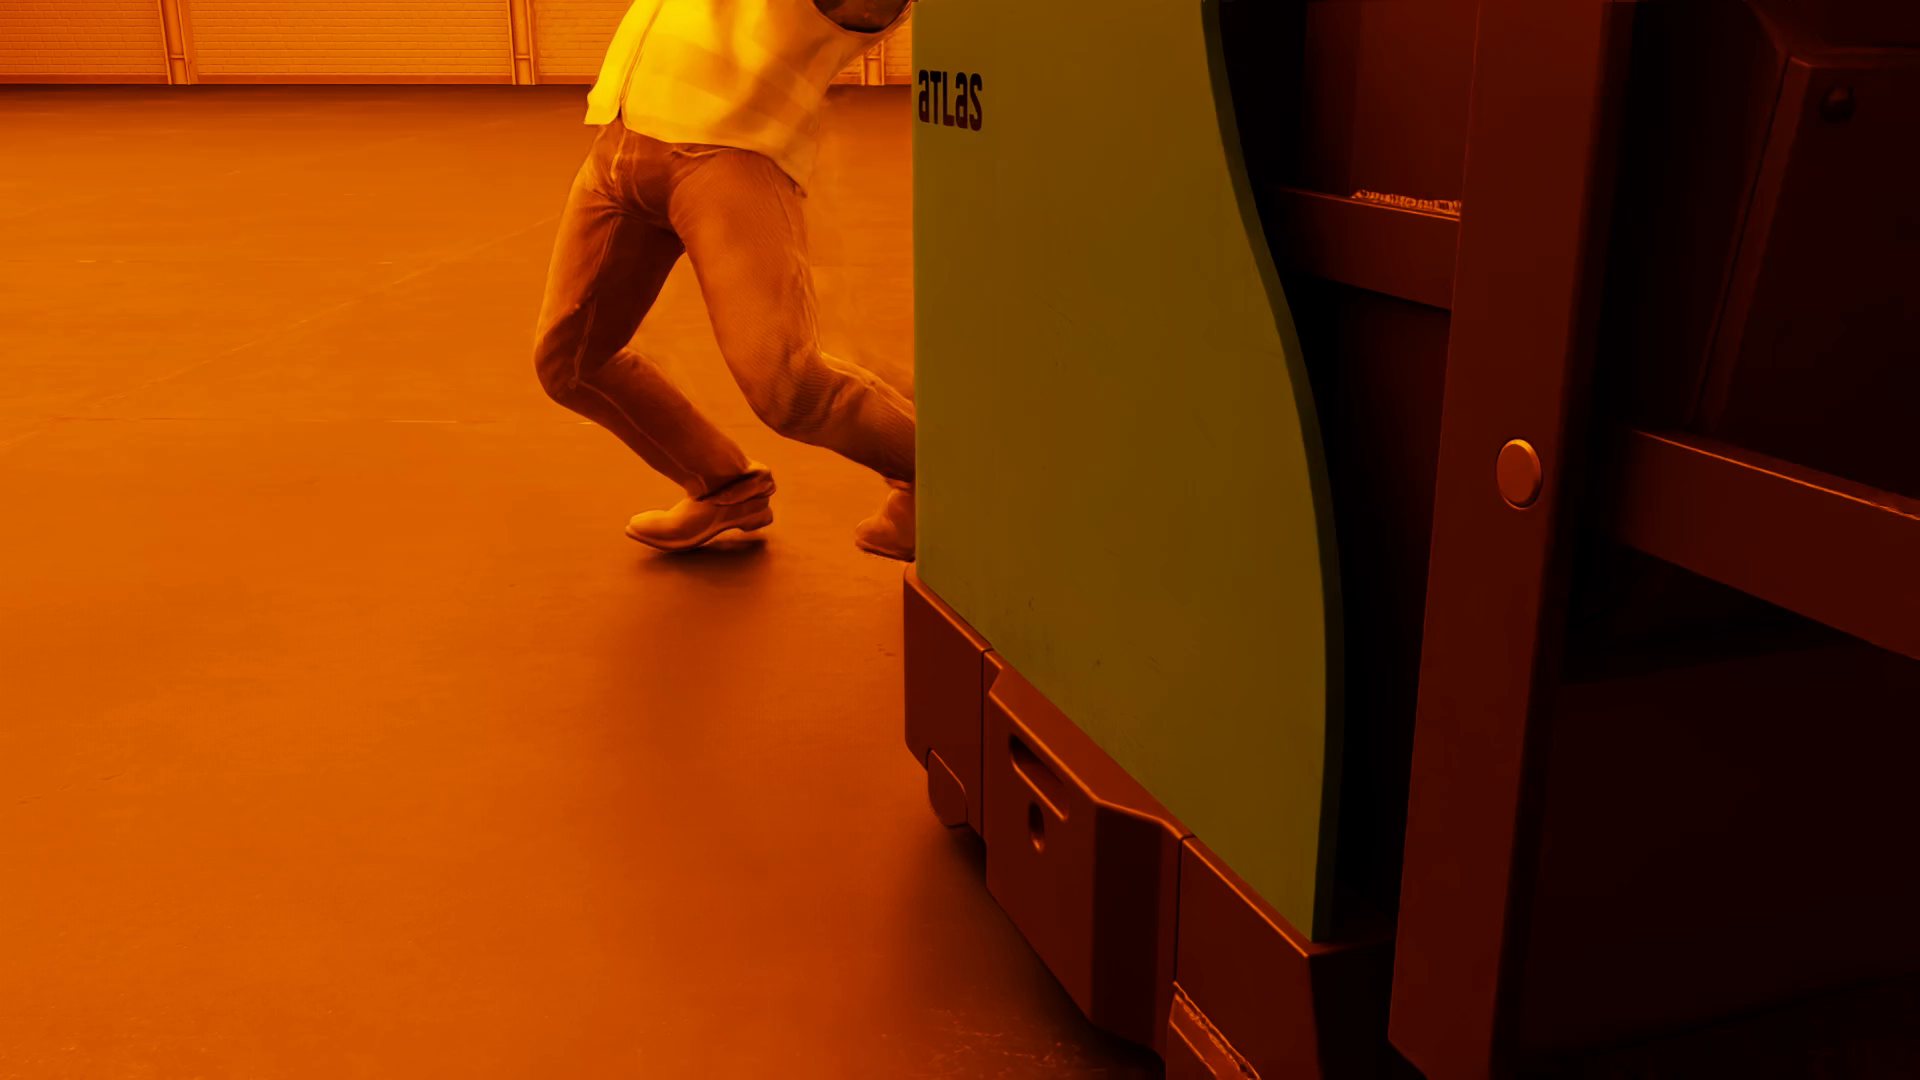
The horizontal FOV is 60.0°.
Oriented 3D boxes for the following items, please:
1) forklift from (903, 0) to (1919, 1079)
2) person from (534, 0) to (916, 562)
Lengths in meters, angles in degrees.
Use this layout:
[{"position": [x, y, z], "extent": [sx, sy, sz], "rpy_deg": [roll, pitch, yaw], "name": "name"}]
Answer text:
[{"position": [0.912, -0.712, 0.722], "extent": [1.130, 2.935, 3.031], "rpy_deg": [-6, 18, -19], "name": "forklift"}, {"position": [-0.467, -0.747, 3.106], "extent": [1.047, 1.559, 0.706], "rpy_deg": [15, 23, 40], "name": "person"}]
